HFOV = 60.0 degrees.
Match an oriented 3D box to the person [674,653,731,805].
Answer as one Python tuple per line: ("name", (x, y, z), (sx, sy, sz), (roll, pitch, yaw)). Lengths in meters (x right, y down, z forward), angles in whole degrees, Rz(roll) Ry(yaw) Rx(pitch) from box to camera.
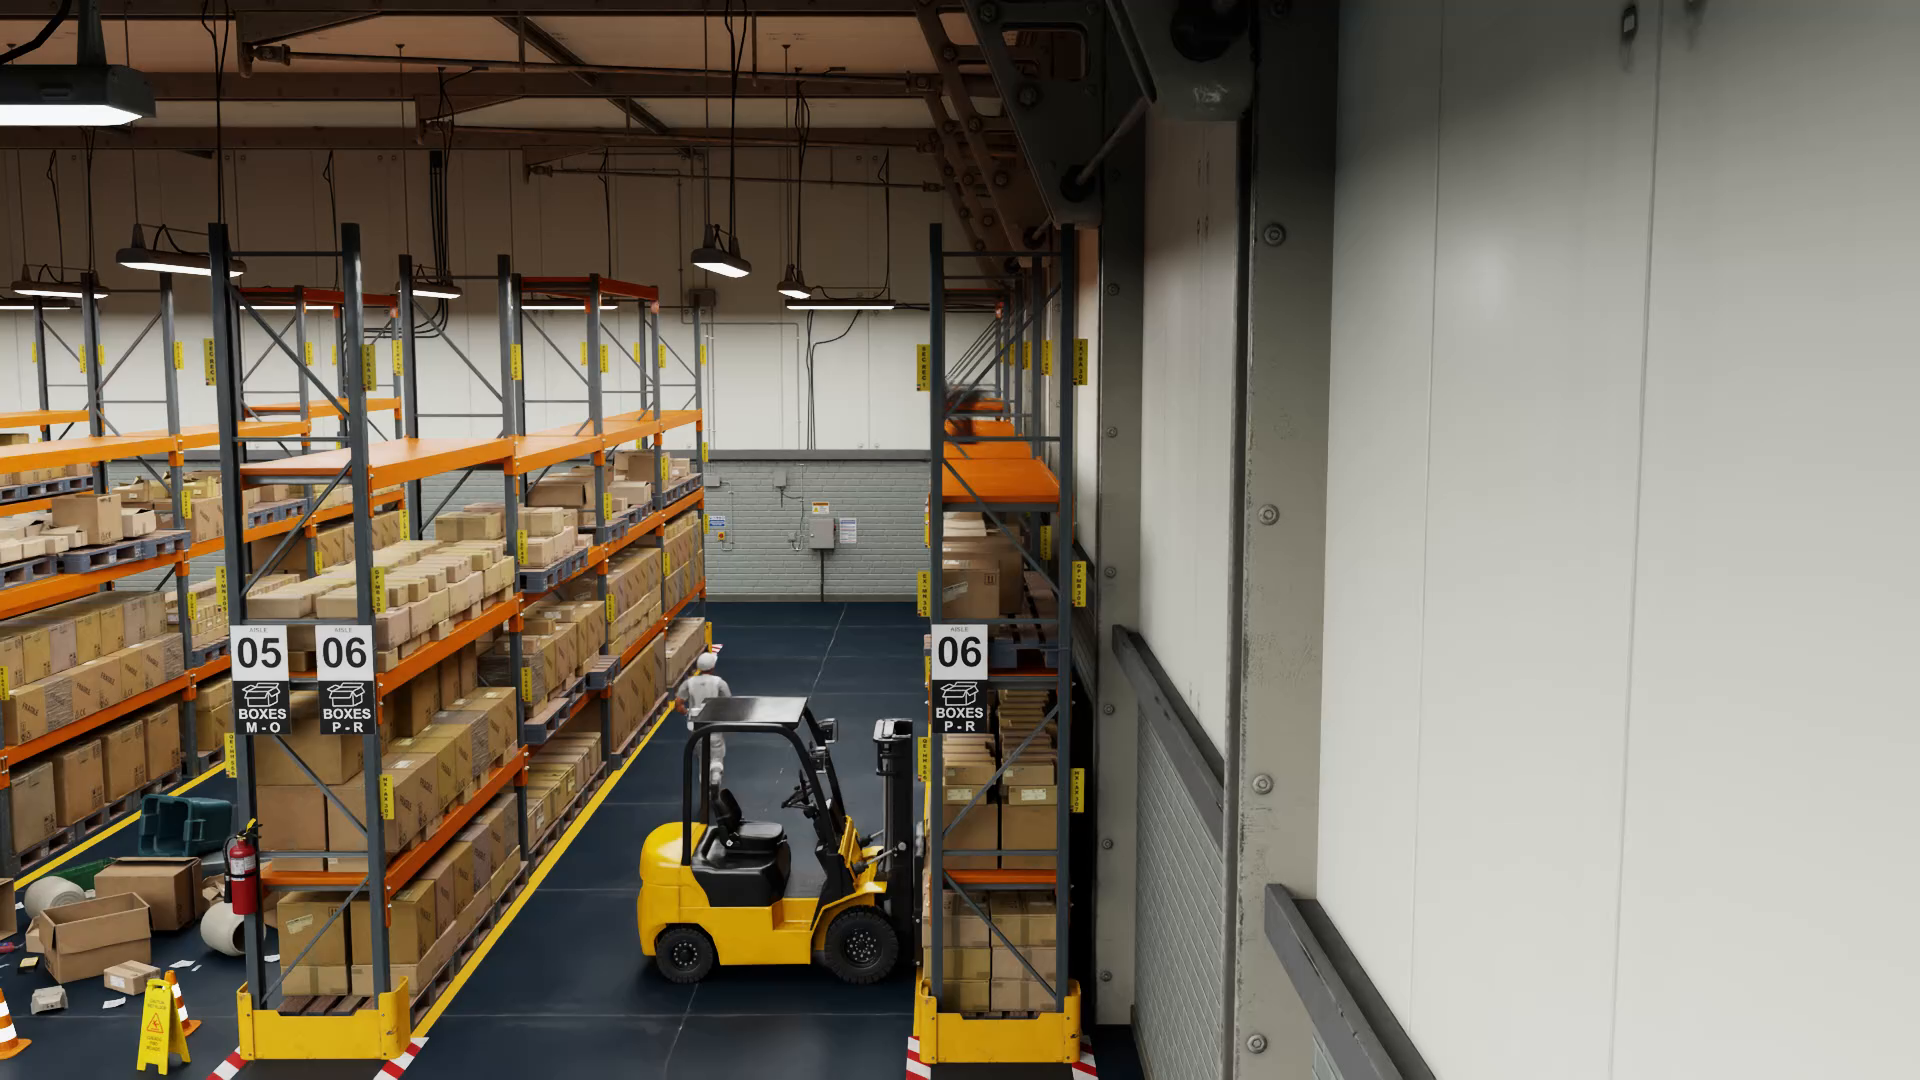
("person", (-2.860, 2.139, 18.612), (0.656, 1.761, 0.684), (0, 7, 2))
